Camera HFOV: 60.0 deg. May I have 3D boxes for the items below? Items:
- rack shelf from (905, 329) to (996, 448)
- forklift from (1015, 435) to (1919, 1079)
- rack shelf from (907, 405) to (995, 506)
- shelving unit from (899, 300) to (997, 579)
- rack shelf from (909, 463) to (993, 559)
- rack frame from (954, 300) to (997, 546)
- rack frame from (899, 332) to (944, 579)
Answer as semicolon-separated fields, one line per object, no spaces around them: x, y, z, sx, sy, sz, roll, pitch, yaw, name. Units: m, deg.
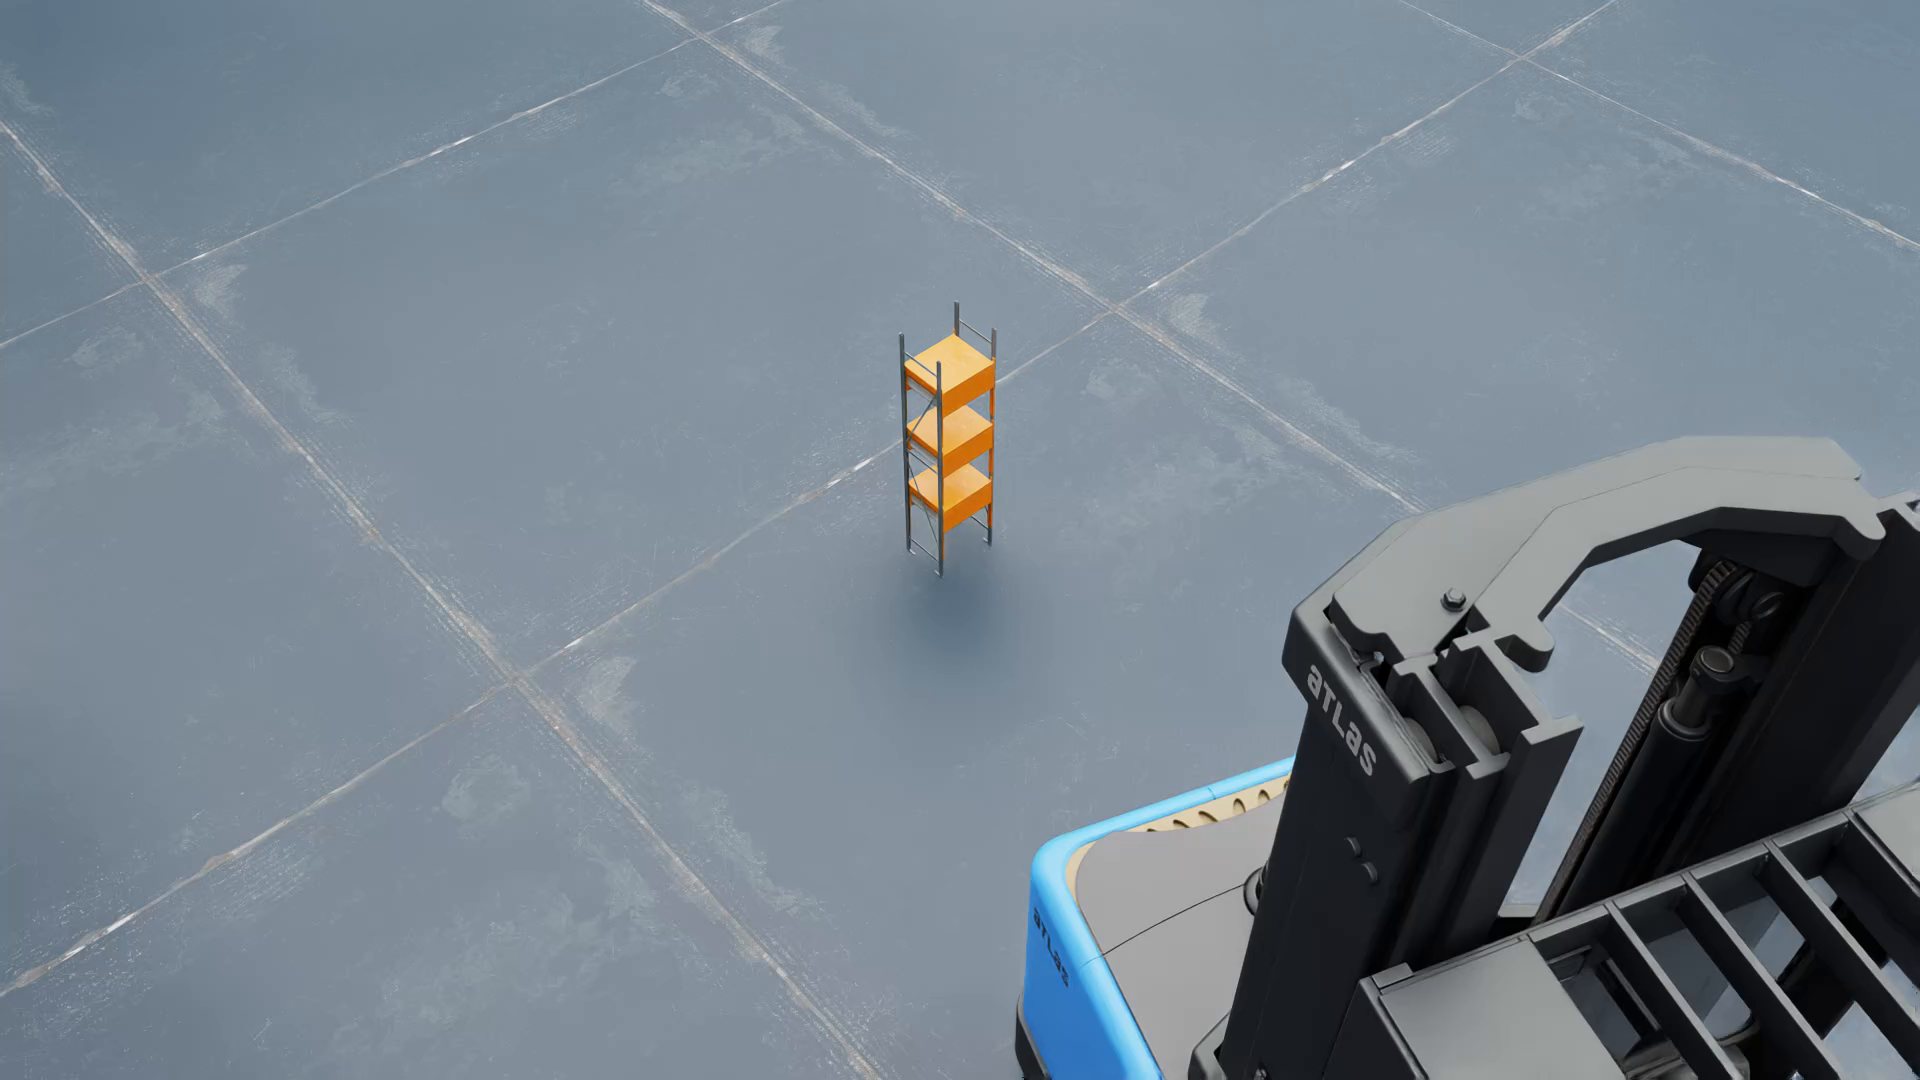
-0.040;-0.515;5.639;0.240;0.259;0.215;-34;56;-27;rack shelf
1.167;1.370;2.991;1.130;2.935;3.031;-16;49;-14;forklift
-0.040;-0.322;5.848;0.240;0.259;0.215;-34;56;-27;rack shelf
-0.040;-0.330;5.840;0.252;1.050;0.215;-34;56;-27;shelving unit
-0.040;-0.134;6.052;0.240;0.259;0.215;-34;56;-27;rack shelf
0.051;-0.390;5.895;0.008;1.050;0.200;-34;56;-27;rack frame
-0.130;-0.269;5.784;0.008;1.050;0.200;-34;56;-27;rack frame
